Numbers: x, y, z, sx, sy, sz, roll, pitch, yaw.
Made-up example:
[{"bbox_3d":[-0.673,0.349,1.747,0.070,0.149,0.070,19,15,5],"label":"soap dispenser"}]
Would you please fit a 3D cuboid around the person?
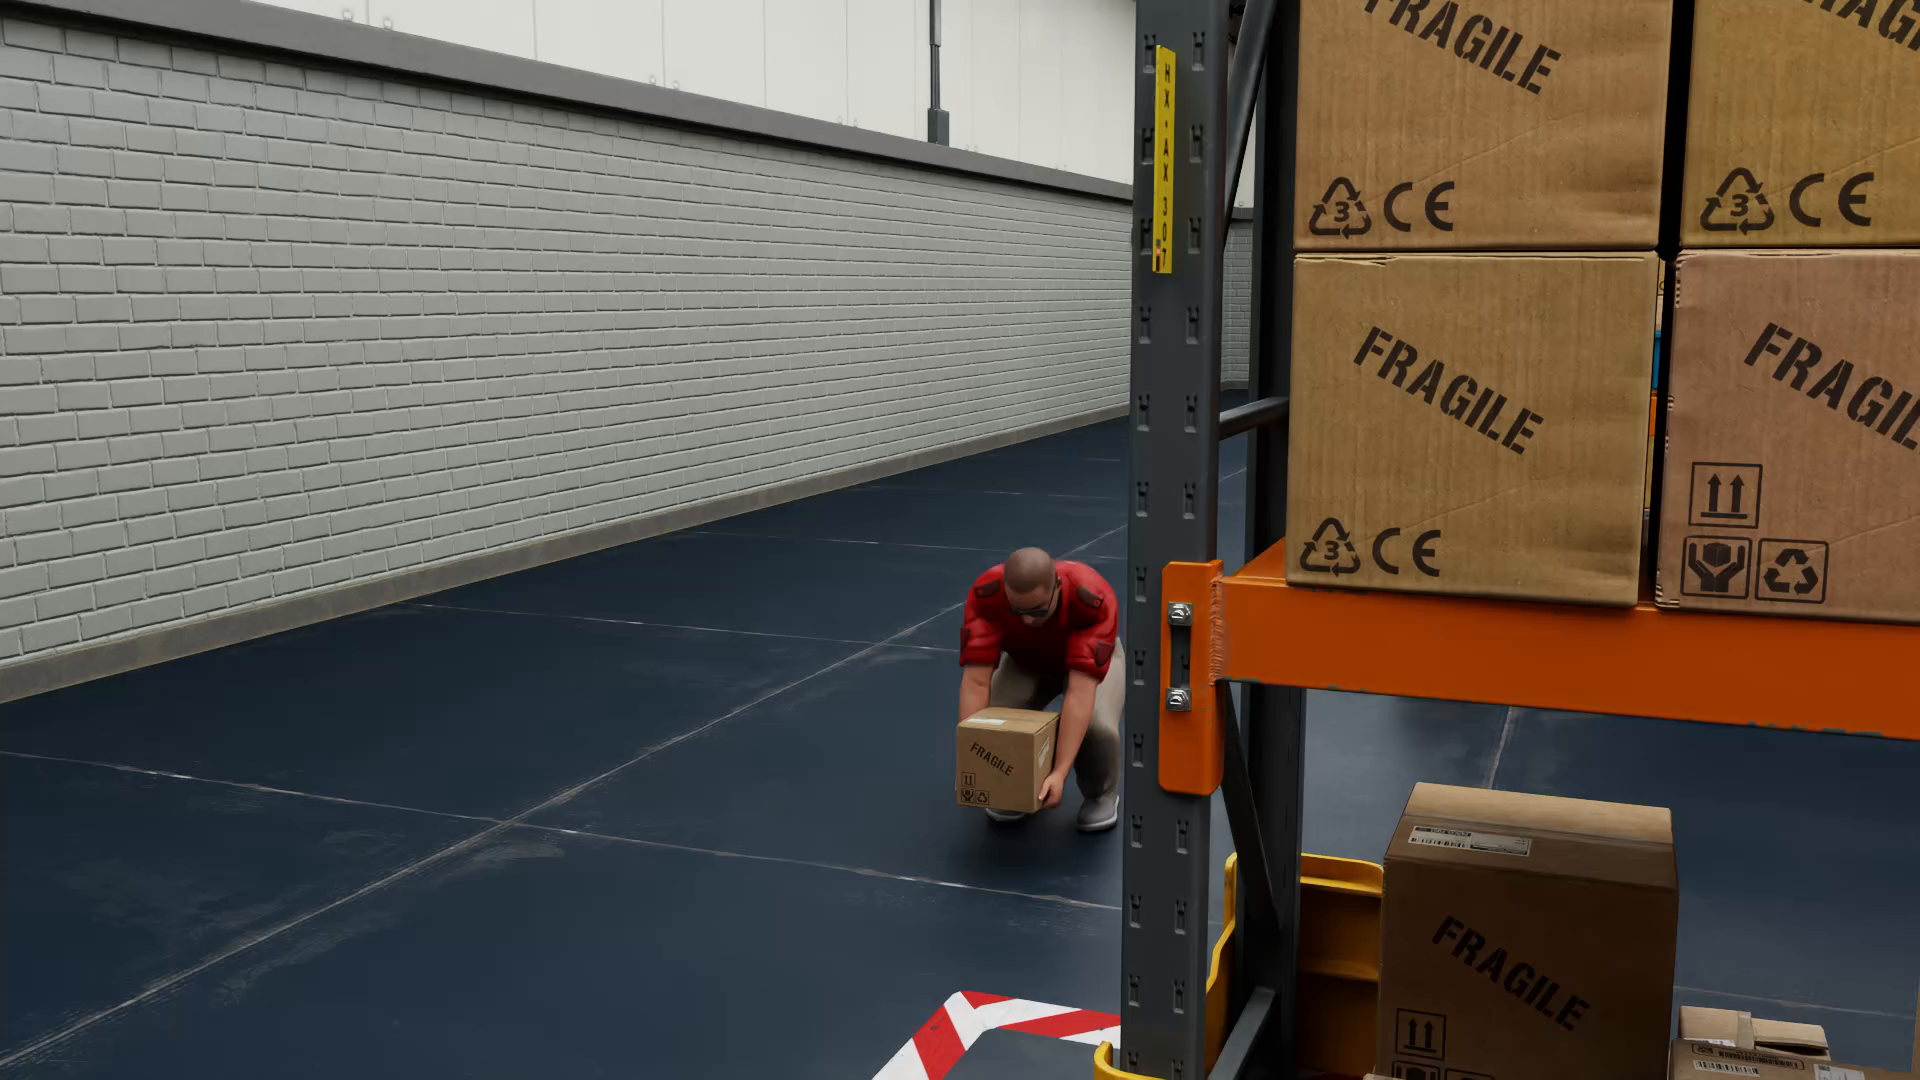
[{"bbox_3d":[0.285,0.463,5.408,0.527,0.856,0.823,3,9,20],"label":"person"}]
